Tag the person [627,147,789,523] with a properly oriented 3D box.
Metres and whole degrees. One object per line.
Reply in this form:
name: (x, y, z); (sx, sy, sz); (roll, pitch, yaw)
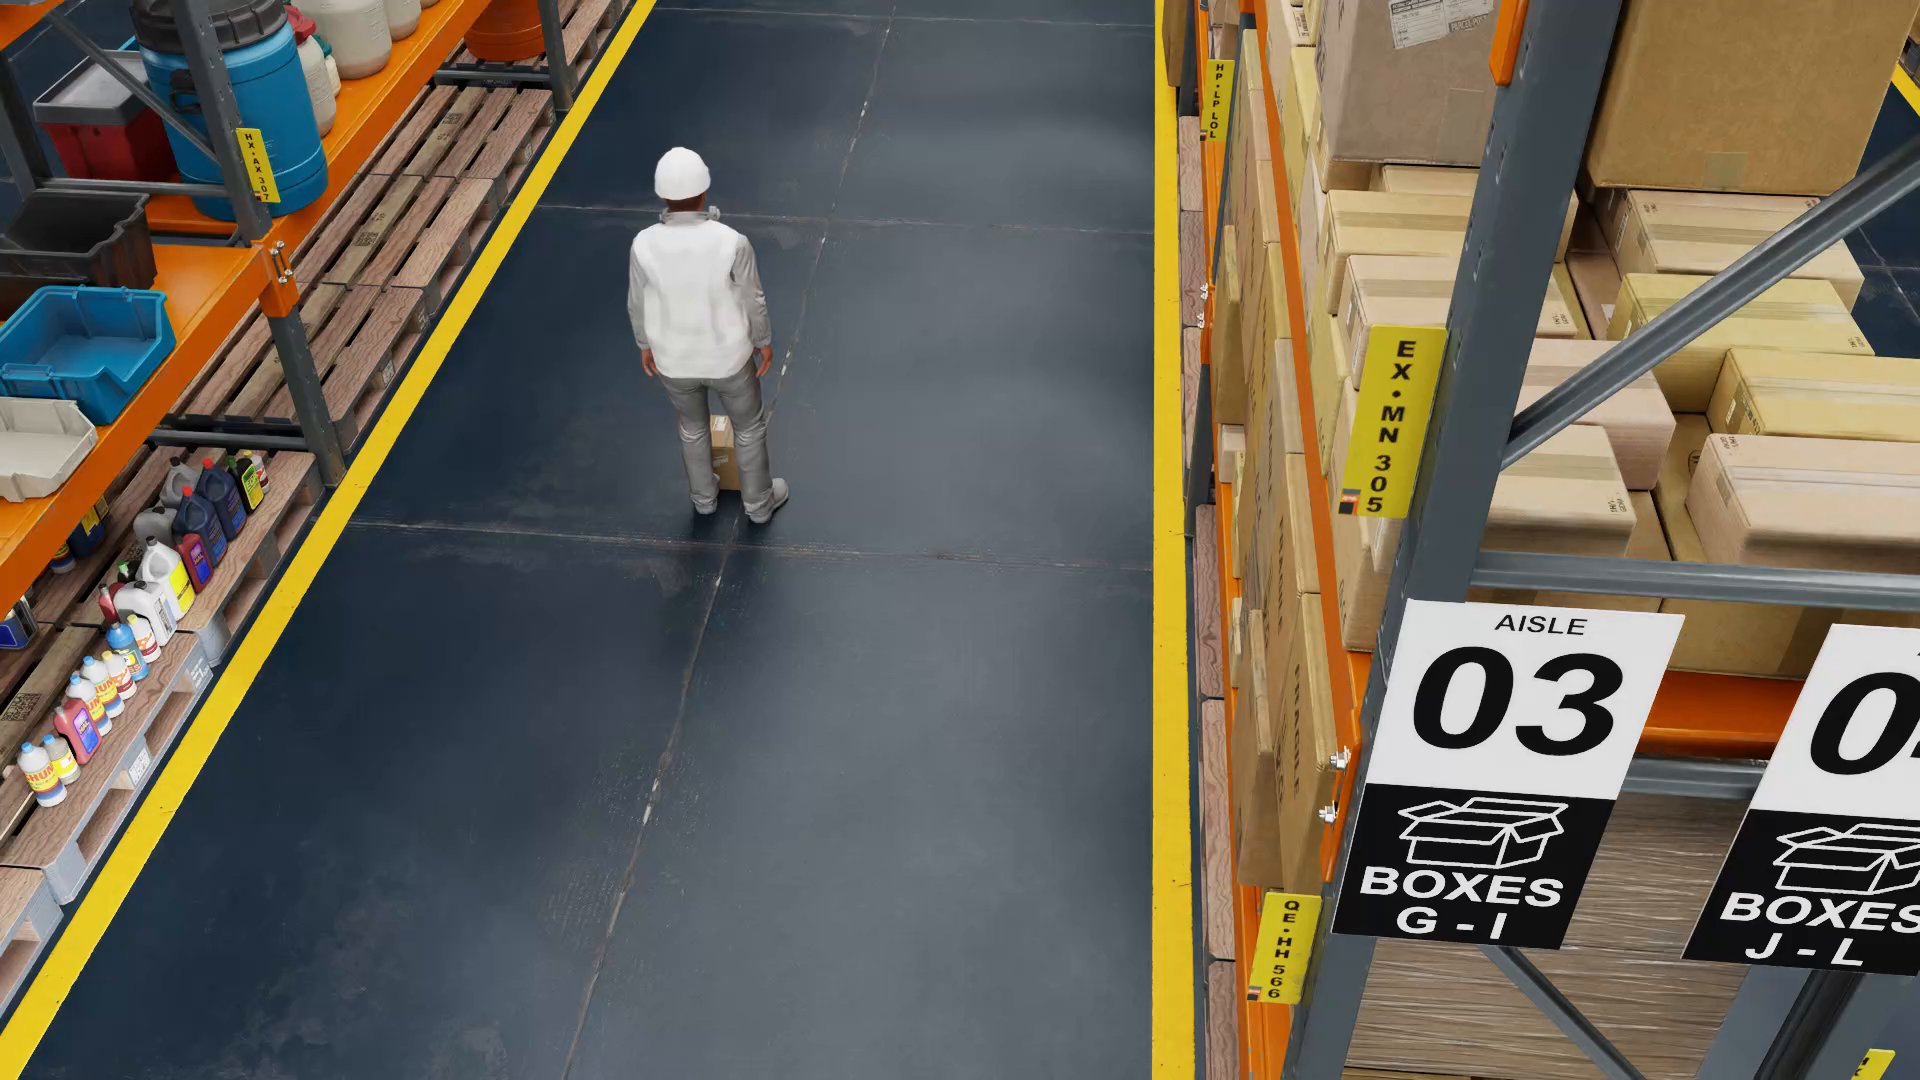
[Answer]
person: (-1.094, -0.830, 7.133); (0.590, 1.770, 0.476); (1, 40, 1)
